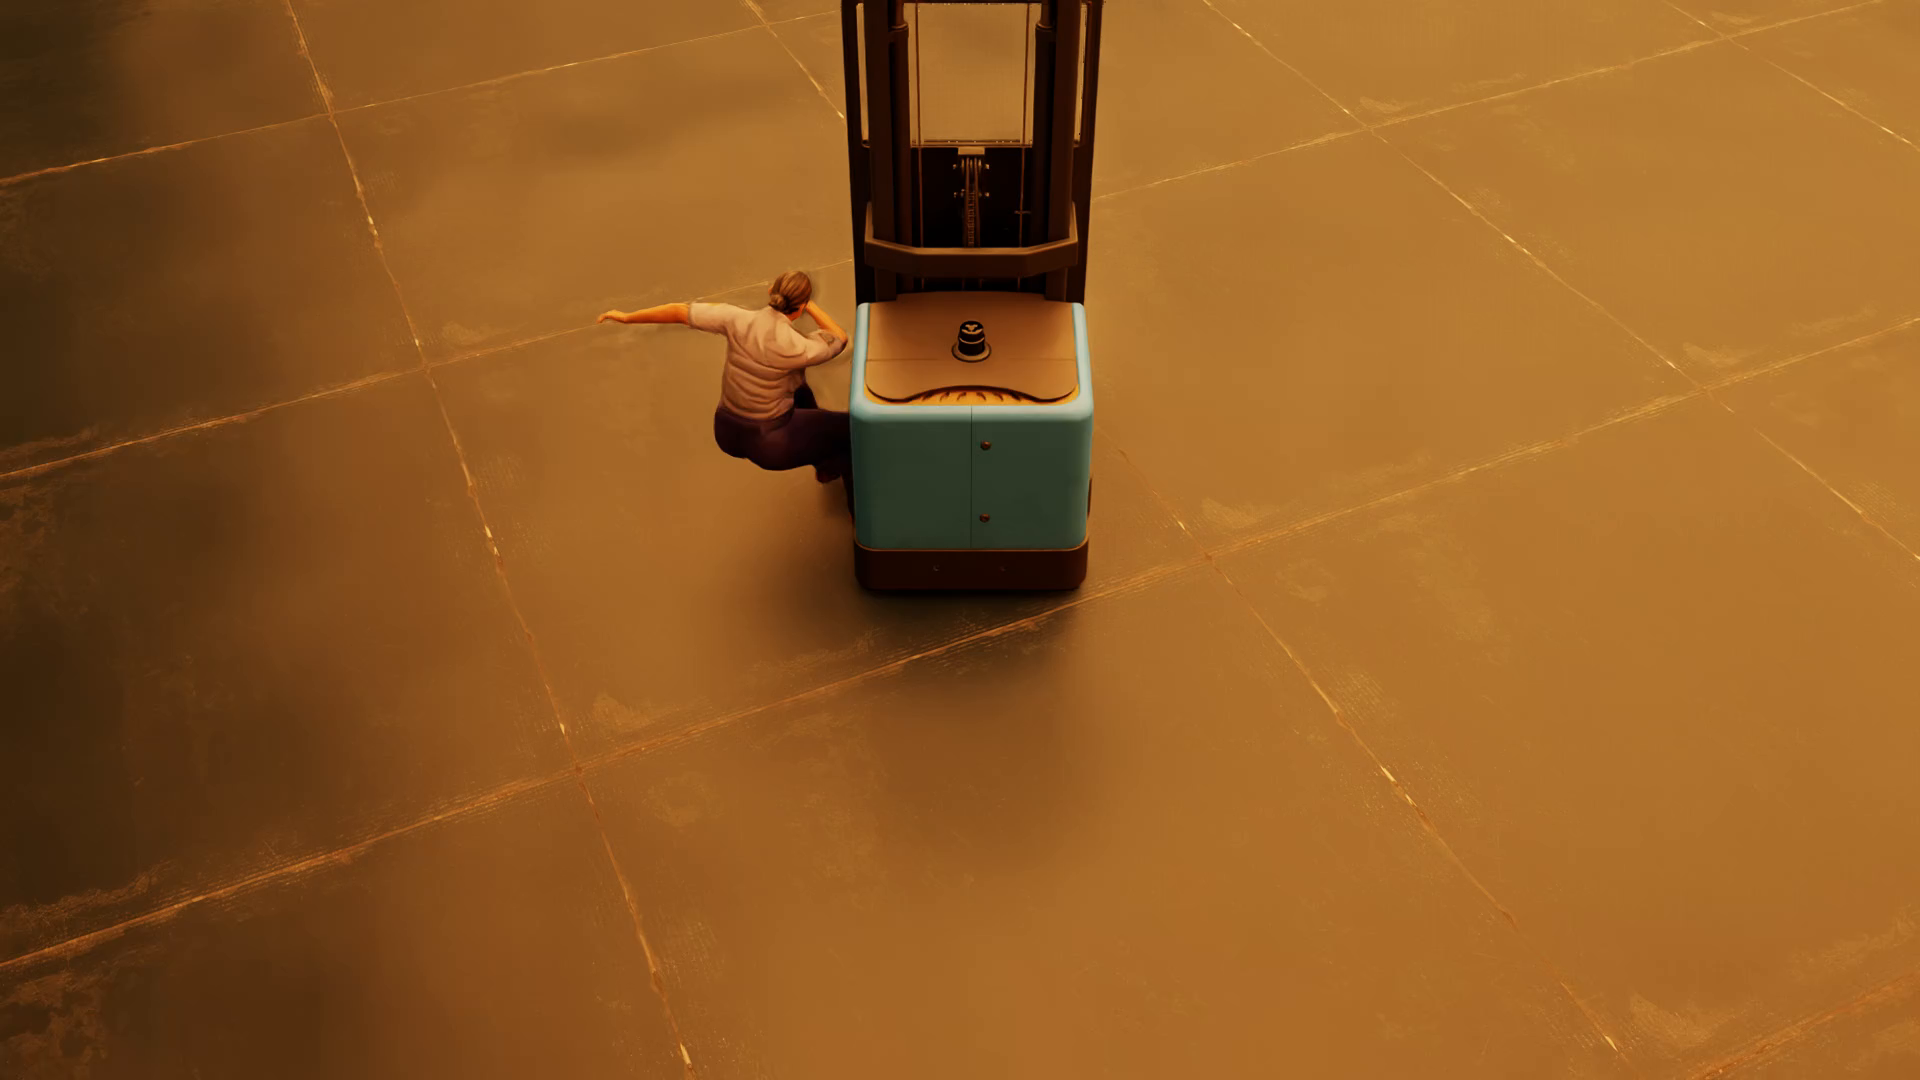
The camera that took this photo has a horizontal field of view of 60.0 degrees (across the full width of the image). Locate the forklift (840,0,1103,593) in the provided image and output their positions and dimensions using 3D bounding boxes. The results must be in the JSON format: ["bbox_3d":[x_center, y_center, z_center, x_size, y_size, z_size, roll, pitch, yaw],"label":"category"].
[{"bbox_3d":[0.048,-1.813,7.623,1.130,2.935,3.031,0,43,0],"label":"forklift"}]

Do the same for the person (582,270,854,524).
[{"bbox_3d":[-0.950,-0.661,7.596,1.331,1.340,0.683,19,46,19],"label":"person"}]
